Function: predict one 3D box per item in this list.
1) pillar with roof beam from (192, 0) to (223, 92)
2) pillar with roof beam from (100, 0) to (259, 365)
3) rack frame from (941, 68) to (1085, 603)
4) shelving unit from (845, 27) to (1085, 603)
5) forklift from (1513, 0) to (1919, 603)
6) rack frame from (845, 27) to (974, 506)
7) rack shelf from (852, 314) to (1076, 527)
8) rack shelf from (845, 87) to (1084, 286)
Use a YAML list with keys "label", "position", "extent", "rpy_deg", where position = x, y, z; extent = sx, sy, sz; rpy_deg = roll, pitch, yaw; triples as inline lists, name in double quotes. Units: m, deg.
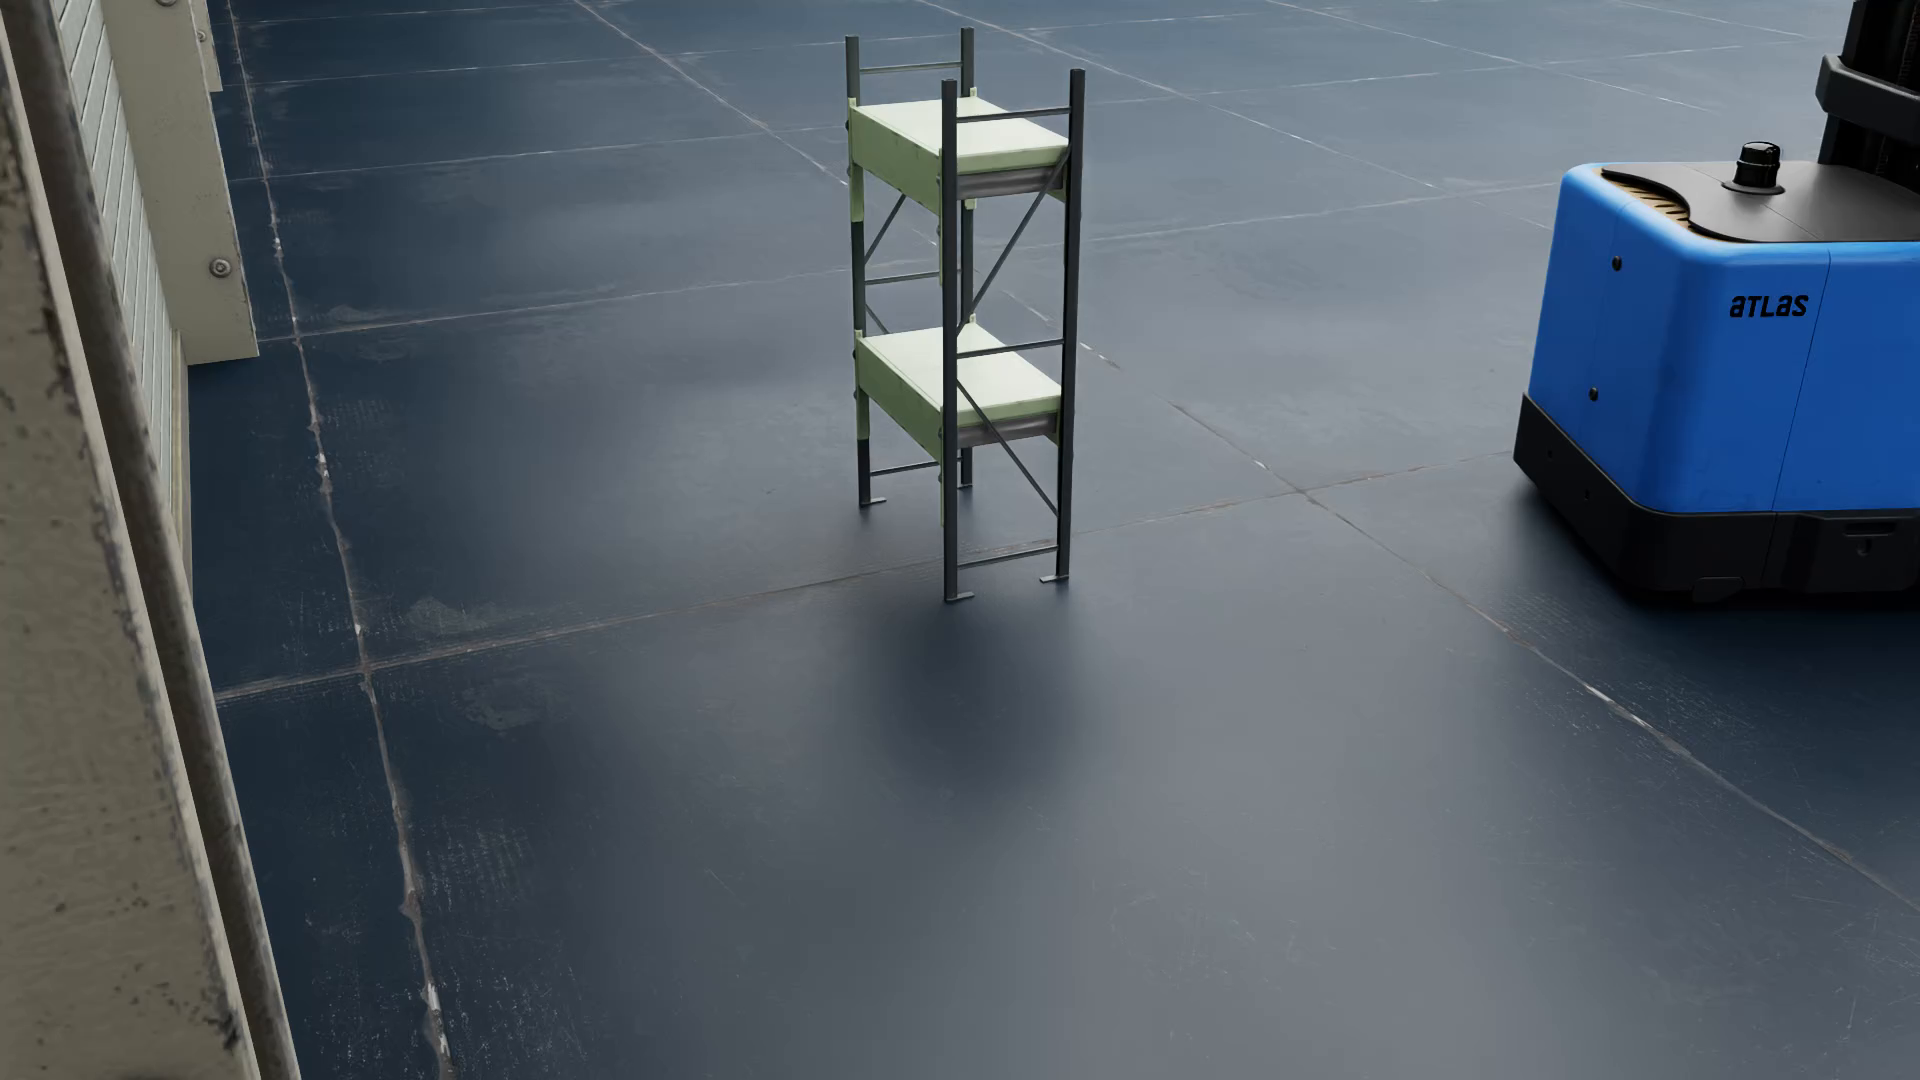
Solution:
- label: "pillar with roof beam"
  position: [-1.468, -8.009, 11.397]
  extent: [9.100, 9.000, 0.400]
  rpy_deg: [-11, 28, -21]
- label: "pillar with roof beam"
  position: [0.882, -5.587, 6.436]
  extent: [9.100, 9.000, 0.400]
  rpy_deg: [-11, 28, -21]
- label: "rack frame"
  position: [0.141, -0.529, 4.624]
  extent: [0.400, 1.500, 0.023]
  rpy_deg: [-11, 28, -21]
- label: "shelving unit"
  position: [-0.003, -0.677, 4.926]
  extent: [0.431, 1.500, 0.755]
  rpy_deg: [-11, 28, -21]
- label: "forklift"
  position: [3.412, -1.368, 4.711]
  extent: [3.031, 2.935, 1.130]
  rpy_deg: [-1, 26, -3]
- label: "rack frame"
  position: [-0.146, -0.824, 5.229]
  extent: [0.400, 1.500, 0.023]
  rpy_deg: [-11, 28, -21]
- label: "rack shelf"
  position: [-0.003, -0.384, 5.069]
  extent: [0.431, 0.370, 0.720]
  rpy_deg: [-11, 28, -21]
- label: "rack shelf"
  position: [-0.003, -1.027, 4.755]
  extent: [0.431, 0.370, 0.720]
  rpy_deg: [-11, 28, -21]
